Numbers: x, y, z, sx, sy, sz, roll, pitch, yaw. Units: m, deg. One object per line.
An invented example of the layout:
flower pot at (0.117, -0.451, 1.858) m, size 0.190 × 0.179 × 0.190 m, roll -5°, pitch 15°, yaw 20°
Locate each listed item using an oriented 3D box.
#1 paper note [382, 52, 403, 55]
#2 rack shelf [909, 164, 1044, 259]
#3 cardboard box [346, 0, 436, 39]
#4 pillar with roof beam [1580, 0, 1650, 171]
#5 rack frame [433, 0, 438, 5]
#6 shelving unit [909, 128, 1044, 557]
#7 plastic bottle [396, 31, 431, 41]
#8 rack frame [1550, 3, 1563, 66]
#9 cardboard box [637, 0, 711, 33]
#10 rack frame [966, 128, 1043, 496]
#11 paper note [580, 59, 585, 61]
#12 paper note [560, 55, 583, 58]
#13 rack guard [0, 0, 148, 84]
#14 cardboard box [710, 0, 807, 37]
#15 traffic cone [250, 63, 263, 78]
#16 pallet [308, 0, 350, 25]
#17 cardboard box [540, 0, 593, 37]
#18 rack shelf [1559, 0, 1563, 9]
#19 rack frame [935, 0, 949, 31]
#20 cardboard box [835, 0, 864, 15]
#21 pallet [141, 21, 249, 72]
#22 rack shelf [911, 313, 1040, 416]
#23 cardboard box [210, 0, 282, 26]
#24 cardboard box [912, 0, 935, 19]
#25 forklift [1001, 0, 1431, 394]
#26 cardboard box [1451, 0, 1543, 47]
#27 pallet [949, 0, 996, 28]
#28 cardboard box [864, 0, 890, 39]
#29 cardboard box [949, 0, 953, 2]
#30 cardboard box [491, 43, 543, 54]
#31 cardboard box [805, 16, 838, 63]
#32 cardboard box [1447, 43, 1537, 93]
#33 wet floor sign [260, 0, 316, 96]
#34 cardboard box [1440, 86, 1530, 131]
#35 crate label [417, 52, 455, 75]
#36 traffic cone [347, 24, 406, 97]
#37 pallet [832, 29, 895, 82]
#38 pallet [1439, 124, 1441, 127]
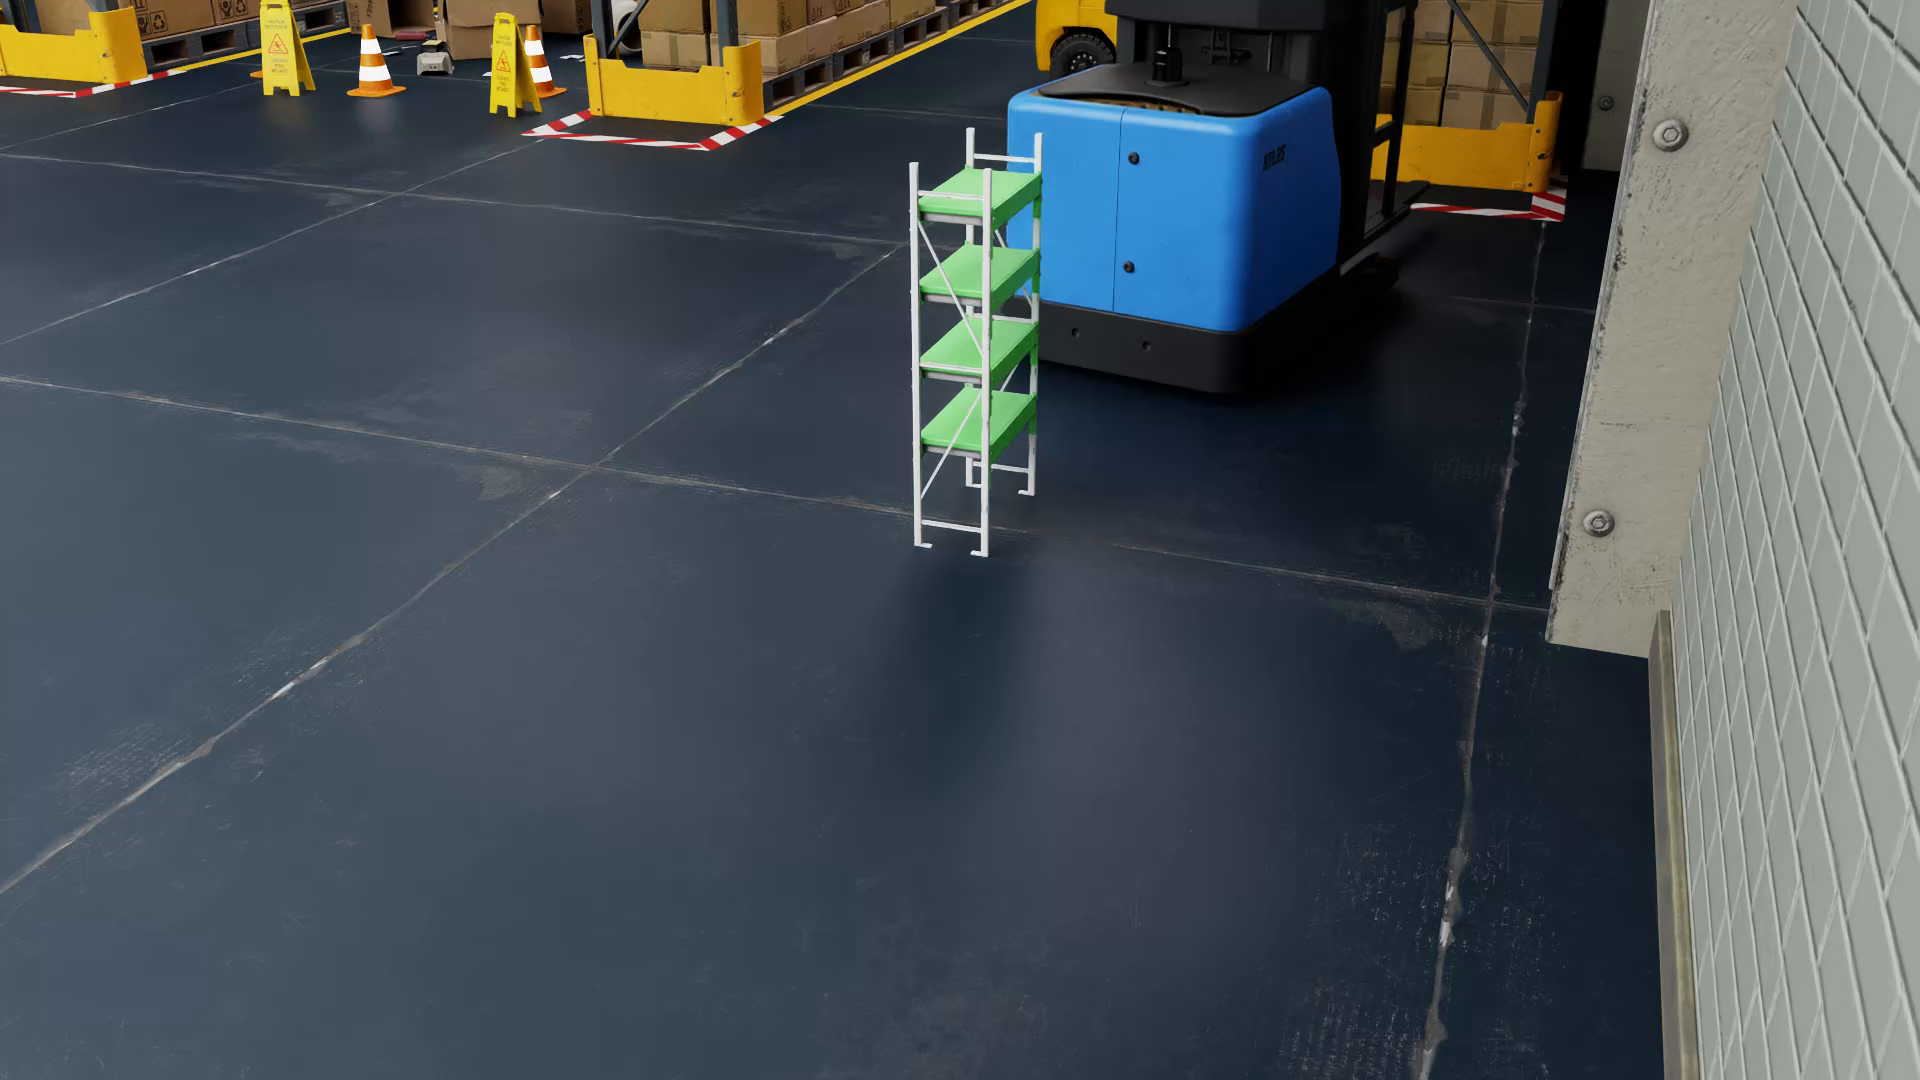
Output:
paper note at (-4.508, -3.873, 13.215) m, size 0.144 × 0.017 × 0.142 m, roll 20°, pitch 32°, yaw 35°
rack shelf at (0.055, -0.983, 4.948) m, size 0.258 × 0.148 × 0.480 m, roll 9°, pitch 27°, yaw 17°
cardboard box at (-4.835, -4.562, 14.095) m, size 0.500 × 0.500 × 0.500 m, roll 14°, pitch 29°, yaw 26°
pillar with roof beam at (-0.212, -6.914, 9.204) m, size 9.100 × 9.000 × 0.400 m, roll 9°, pitch 27°, yaw 17°
rack frame at (-5.286, -6.473, 15.176) m, size 1.000 × 3.000 × 0.127 m, roll 9°, pitch 27°, yaw 17°
shelving unit at (0.055, -0.608, 5.129) m, size 0.258 × 1.200 × 0.503 m, roll 9°, pitch 27°, yaw 17°
plastic bottle at (-4.543, -4.204, 13.862) m, size 0.283 × 0.061 × 0.133 m, roll 0°, pitch 26°, yaw -1°
rack frame at (4.098, -5.078, 12.296) m, size 1.000 × 3.000 × 0.127 m, roll 9°, pitch 27°, yaw 17°
cardboard box at (-1.895, -3.808, 11.487) m, size 0.500 × 0.500 × 0.500 m, roll 9°, pitch 27°, yaw 18°
rack frame at (0.136, -0.708, 5.336) m, size 0.240 × 1.200 × 0.015 m, roll 9°, pitch 27°, yaw 17°
paper note at (-2.934, -3.749, 12.982) m, size 0.032 × 0.001 × 0.123 m, roll 9°, pitch 27°, yaw 17°
paper note at (-3.054, -3.815, 13.108) m, size 0.148 × 0.019 × 0.142 m, roll 20°, pitch 32°, yaw 35°
rack guard at (-6.625, -3.694, 12.305) m, size 1.175 × 0.500 × 0.348 m, roll 9°, pitch 27°, yaw 17°
cardboard box at (-1.379, -3.743, 11.351) m, size 0.500 × 0.500 × 0.500 m, roll 8°, pitch 27°, yaw 16°
traffic cone at (-5.101, -3.699, 12.359) m, size 0.336 × 0.463 × 0.334 m, roll 9°, pitch 27°, yaw 17°
pallet at (-5.613, -4.916, 15.162) m, size 1.003 × 0.211 × 1.213 m, roll 9°, pitch 27°, yaw 17°
cardboard box at (-3.415, -4.564, 13.944) m, size 0.797 × 0.637 × 0.503 m, roll 9°, pitch 27°, yaw 17°
rack shelf at (3.432, -3.932, 10.755) m, size 1.077 × 0.370 × 4.000 m, roll 9°, pitch 27°, yaw 17°
rack frame at (-0.585, -5.796, 13.779) m, size 1.000 × 3.000 × 0.127 m, roll 9°, pitch 27°, yaw 17°
cardboard box at (-1.035, -4.163, 12.219) m, size 0.500 × 0.500 × 0.500 m, roll 9°, pitch 27°, yaw 18°
pallet at (-6.425, -3.914, 13.091) m, size 1.003 × 0.211 × 1.213 m, roll 9°, pitch 27°, yaw 17°
rack shelf at (0.055, -0.551, 5.157) m, size 0.258 × 0.148 × 0.480 m, roll 9°, pitch 27°, yaw 17°
cardboard box at (-6.163, -4.712, 13.495) m, size 0.875 × 0.875 × 0.875 m, roll 8°, pitch 27°, yaw 17°
cardboard box at (-0.528, -4.466, 13.705) m, size 0.500 × 0.250 × 0.500 m, roll 10°, pitch 28°, yaw 20°
forklift at (1.351, -2.465, 6.977) m, size 1.130 × 2.935 × 3.031 m, roll 15°, pitch 29°, yaw 27°
cardboard box at (3.105, -3.006, 9.542) m, size 0.500 × 0.250 × 0.500 m, roll 8°, pitch 27°, yaw 17°
pallet at (-0.327, -4.861, 15.048) m, size 1.003 × 0.211 × 1.213 m, roll 9°, pitch 27°, yaw 17°
cardboard box at (-0.869, -4.037, 12.819) m, size 0.500 × 0.250 × 0.500 m, roll 9°, pitch 27°, yaw 18°
cardboard box at (-0.412, -5.018, 14.706) m, size 0.950 × 0.372 × 0.625 m, roll 9°, pitch 27°, yaw 18°
cardboard box at (-3.385, -3.701, 12.722) m, size 0.250 × 0.149 × 0.380 m, roll -20°, pitch 33°, yaw -36°
cardboard box at (-1.209, -3.604, 11.925) m, size 0.500 × 0.250 × 0.500 m, roll 10°, pitch 27°, yaw 19°
cardboard box at (3.119, -2.774, 9.636) m, size 0.500 × 0.250 × 0.500 m, roll 9°, pitch 27°, yaw 18°
wet floor sign at (-4.760, -3.470, 11.676) m, size 0.267 × 0.644 × 0.232 m, roll 4°, pitch 26°, yaw 8°
cardboard box at (3.114, -2.559, 9.767) m, size 0.500 × 0.250 × 0.500 m, roll 9°, pitch 27°, yaw 18°
crate label at (-3.946, -3.581, 12.489) m, size 0.250 × 0.136 × 0.298 m, roll -5°, pitch 26°, yaw -9°
traffic cone at (-4.149, -3.396, 11.732) m, size 0.336 × 0.463 × 0.334 m, roll 9°, pitch 27°, yaw 17°
pallet at (-1.179, -3.757, 12.767) m, size 1.003 × 0.211 × 1.213 m, roll 9°, pitch 27°, yaw 17°
pallet at (2.981, -2.499, 10.170) m, size 1.003 × 0.211 × 1.213 m, roll 9°, pitch 27°, yaw 17°
